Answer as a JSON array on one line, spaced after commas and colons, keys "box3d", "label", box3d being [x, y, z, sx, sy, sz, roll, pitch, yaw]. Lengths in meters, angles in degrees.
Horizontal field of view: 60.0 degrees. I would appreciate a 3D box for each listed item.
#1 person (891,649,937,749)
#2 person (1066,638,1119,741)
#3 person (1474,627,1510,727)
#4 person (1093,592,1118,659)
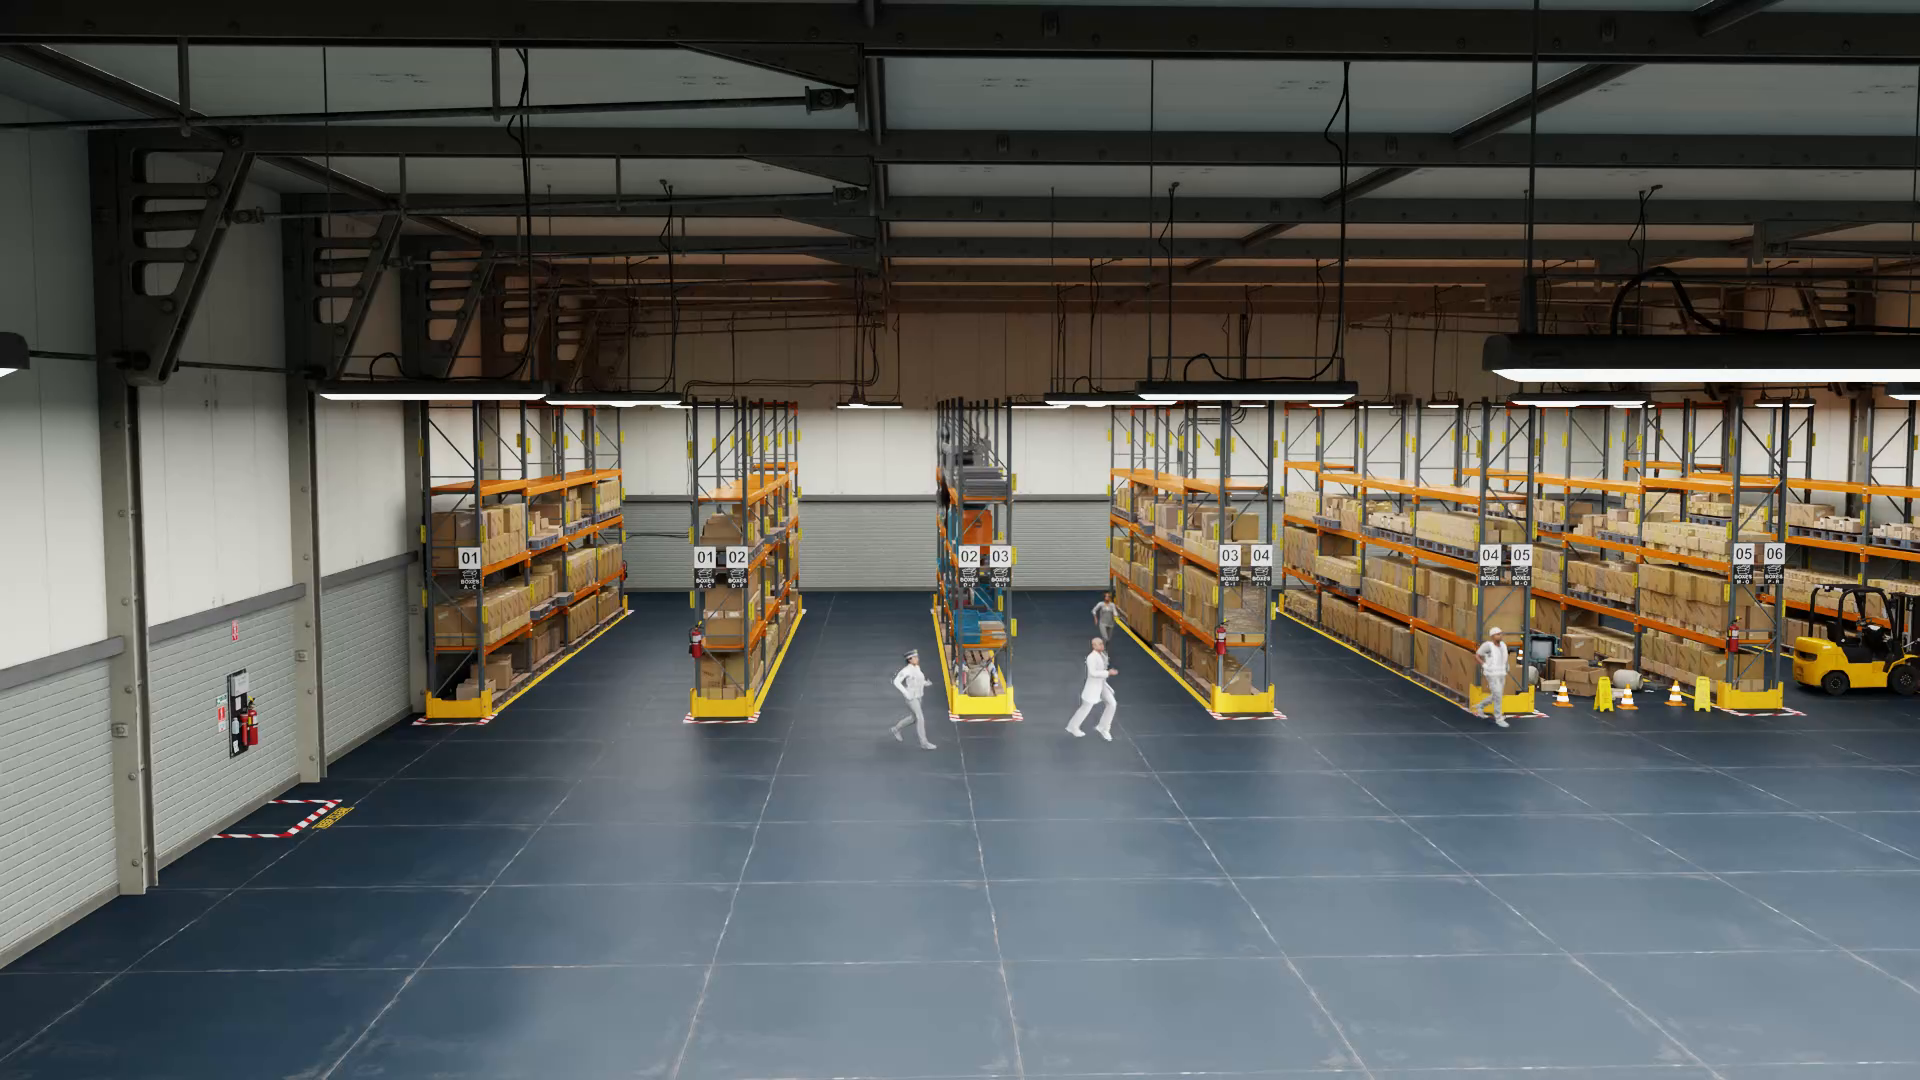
[{"box3d": [-0.802, 2.678, 28.244, 0.929, 1.664, 0.618, 2, 5, 26], "label": "person"}, {"box3d": [2.354, 2.601, 29.008, 0.973, 1.824, 0.734, 3, 5, 33], "label": "person"}, {"box3d": [9.811, 2.493, 30.533, 0.734, 1.796, 0.828, -2, 5, -29], "label": "person"}, {"box3d": [3.325, 1.998, 37.889, 0.503, 1.644, 0.710, -1, 5, -15], "label": "person"}]
